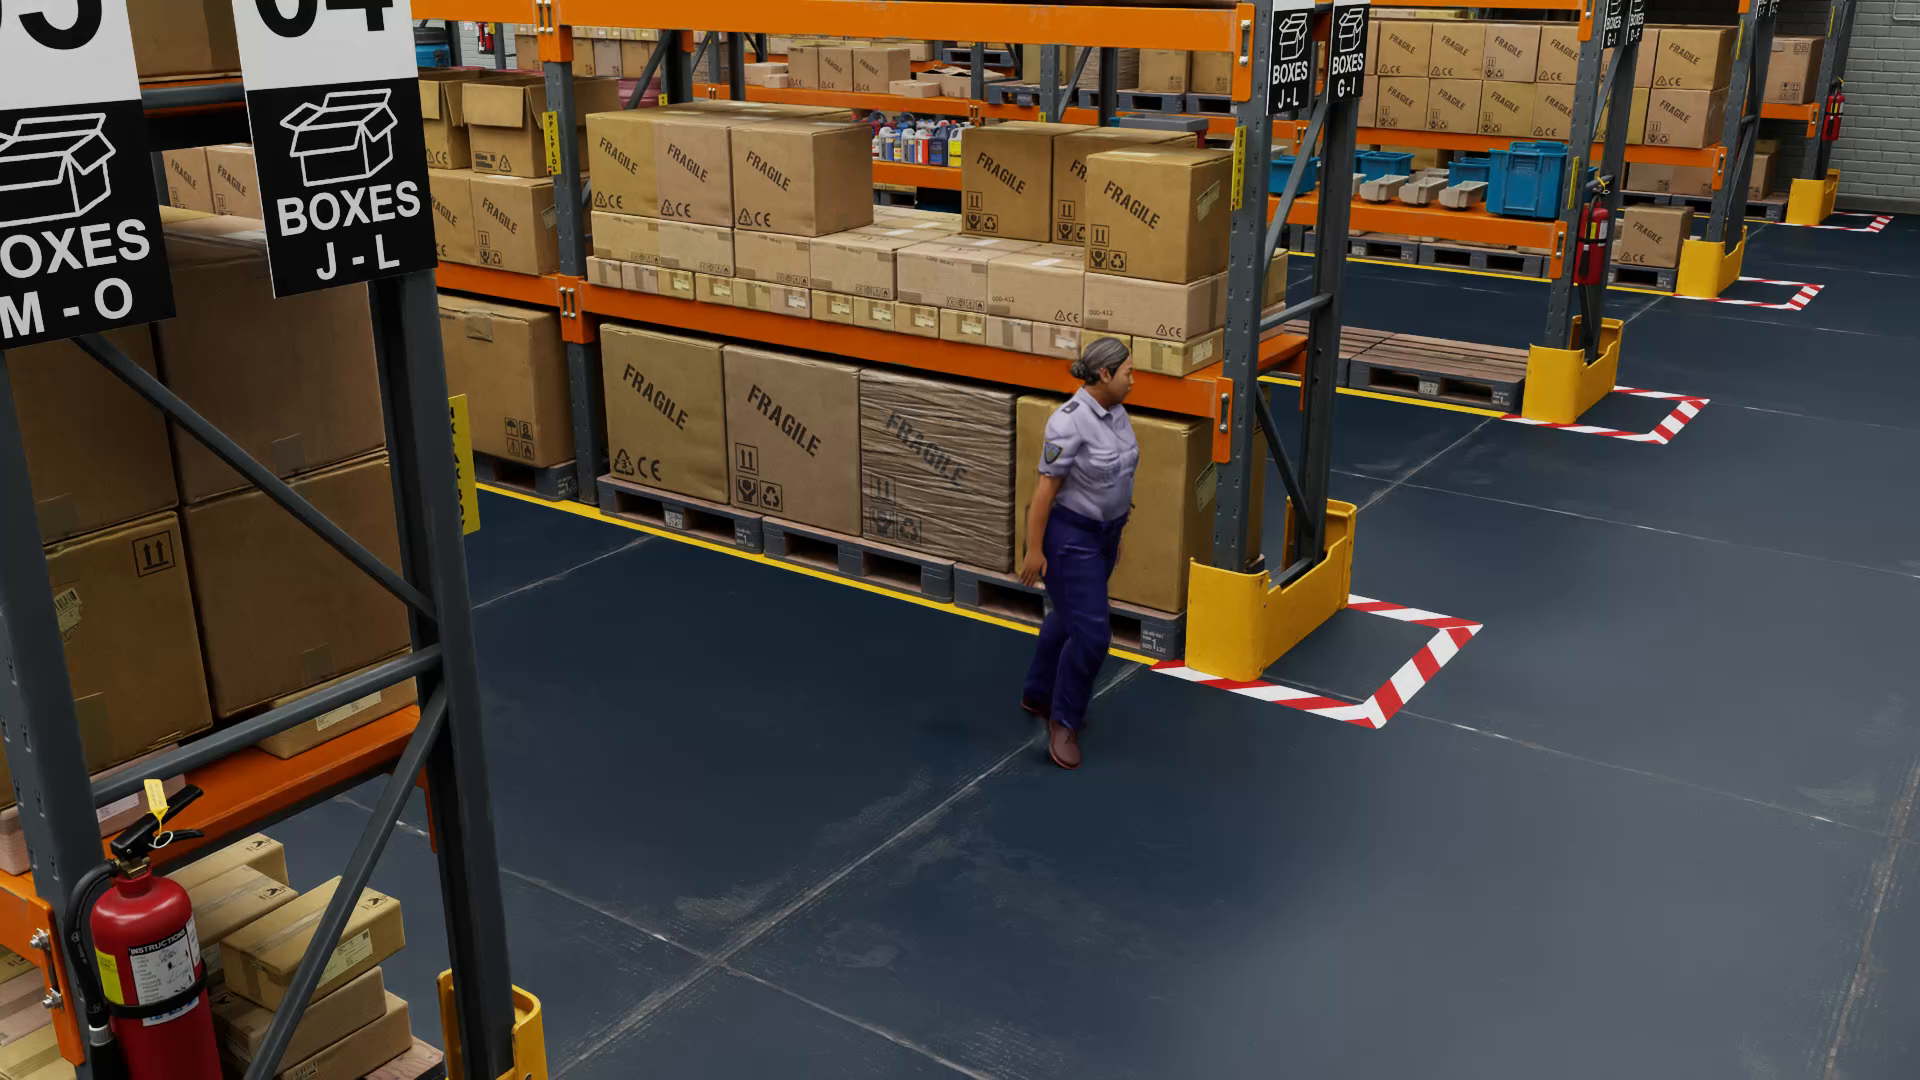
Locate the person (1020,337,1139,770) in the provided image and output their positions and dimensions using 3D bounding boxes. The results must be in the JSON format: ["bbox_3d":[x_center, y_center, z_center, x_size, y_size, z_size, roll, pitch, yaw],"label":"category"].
[{"bbox_3d":[0.441,0.033,6.543,0.503,1.637,0.579,12,23,30],"label":"person"}]
